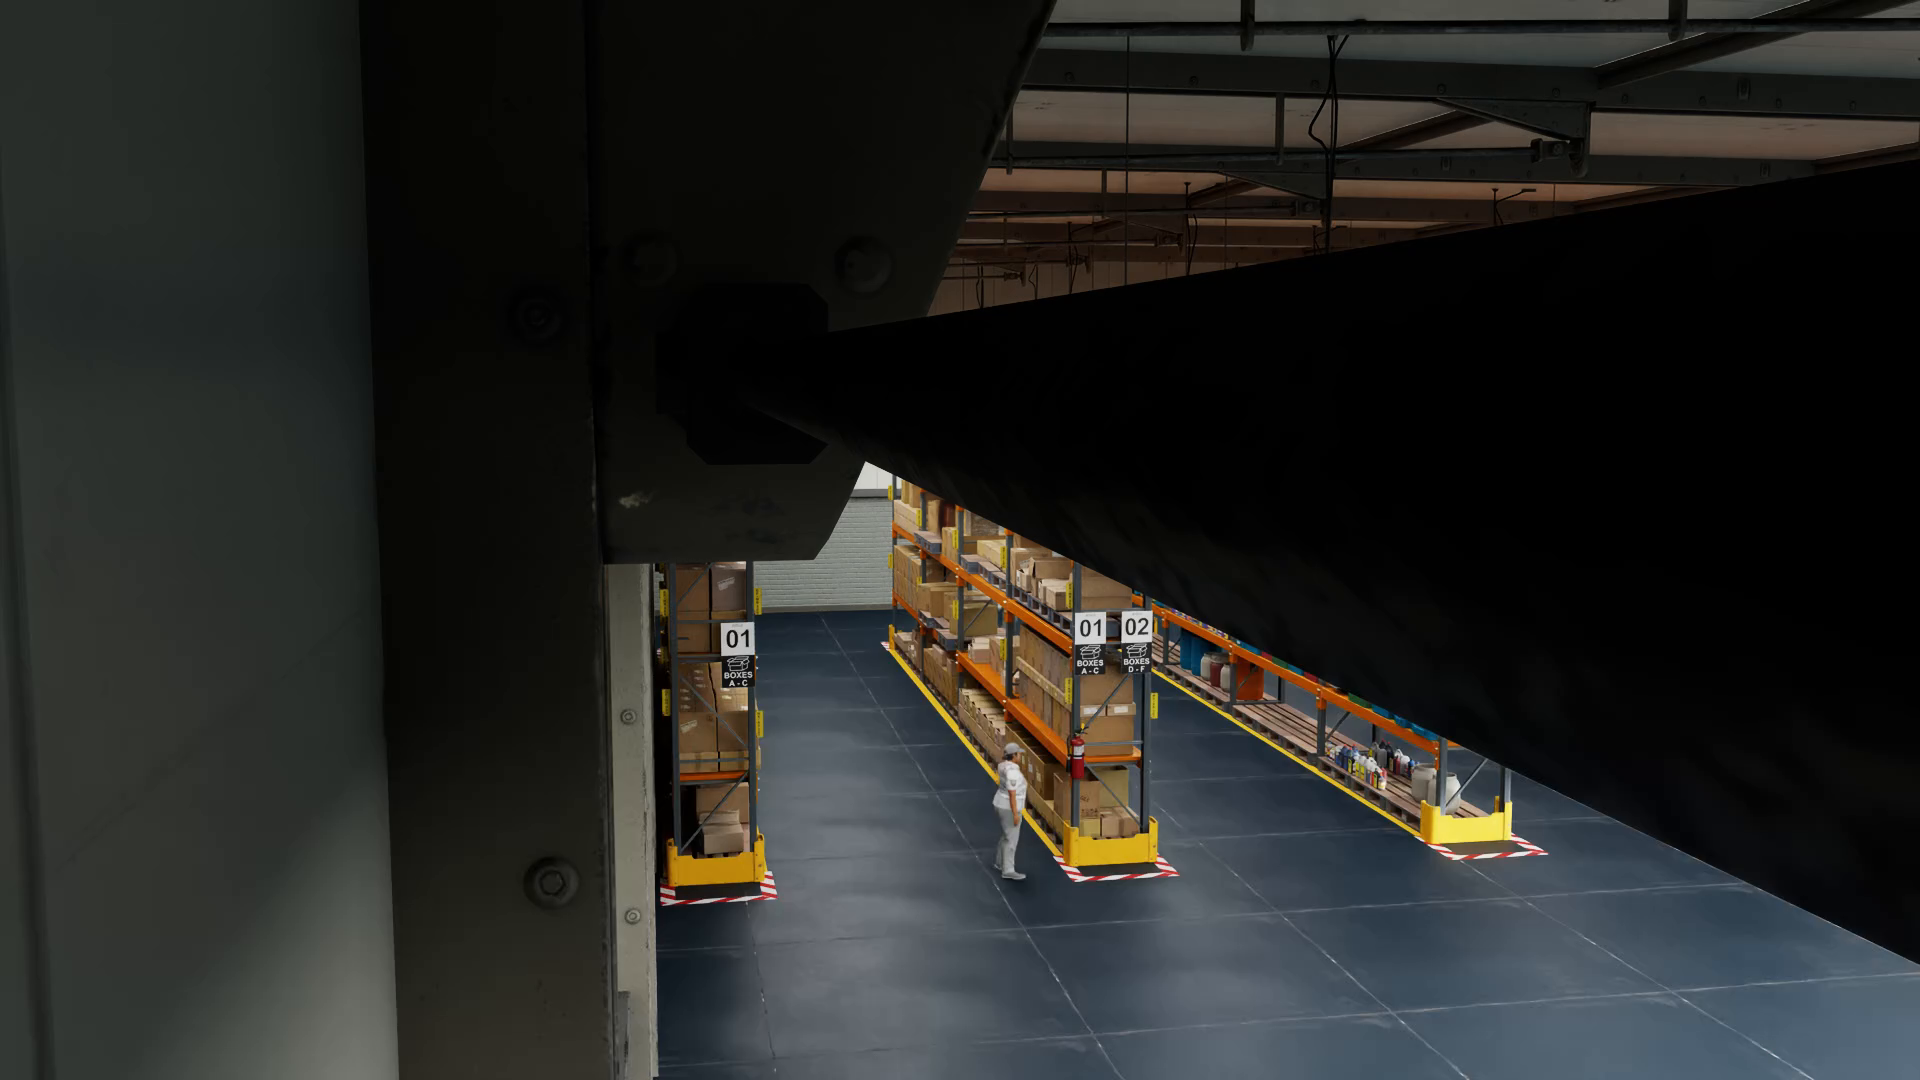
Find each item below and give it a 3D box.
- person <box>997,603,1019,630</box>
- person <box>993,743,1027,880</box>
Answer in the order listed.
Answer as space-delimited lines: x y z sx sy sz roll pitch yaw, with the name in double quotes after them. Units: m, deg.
1.079 1.448 37.494 0.569 1.689 0.399 -3 7 -29 "person"
0.619 3.338 20.400 0.403 1.719 0.571 -1 6 -14 "person"
